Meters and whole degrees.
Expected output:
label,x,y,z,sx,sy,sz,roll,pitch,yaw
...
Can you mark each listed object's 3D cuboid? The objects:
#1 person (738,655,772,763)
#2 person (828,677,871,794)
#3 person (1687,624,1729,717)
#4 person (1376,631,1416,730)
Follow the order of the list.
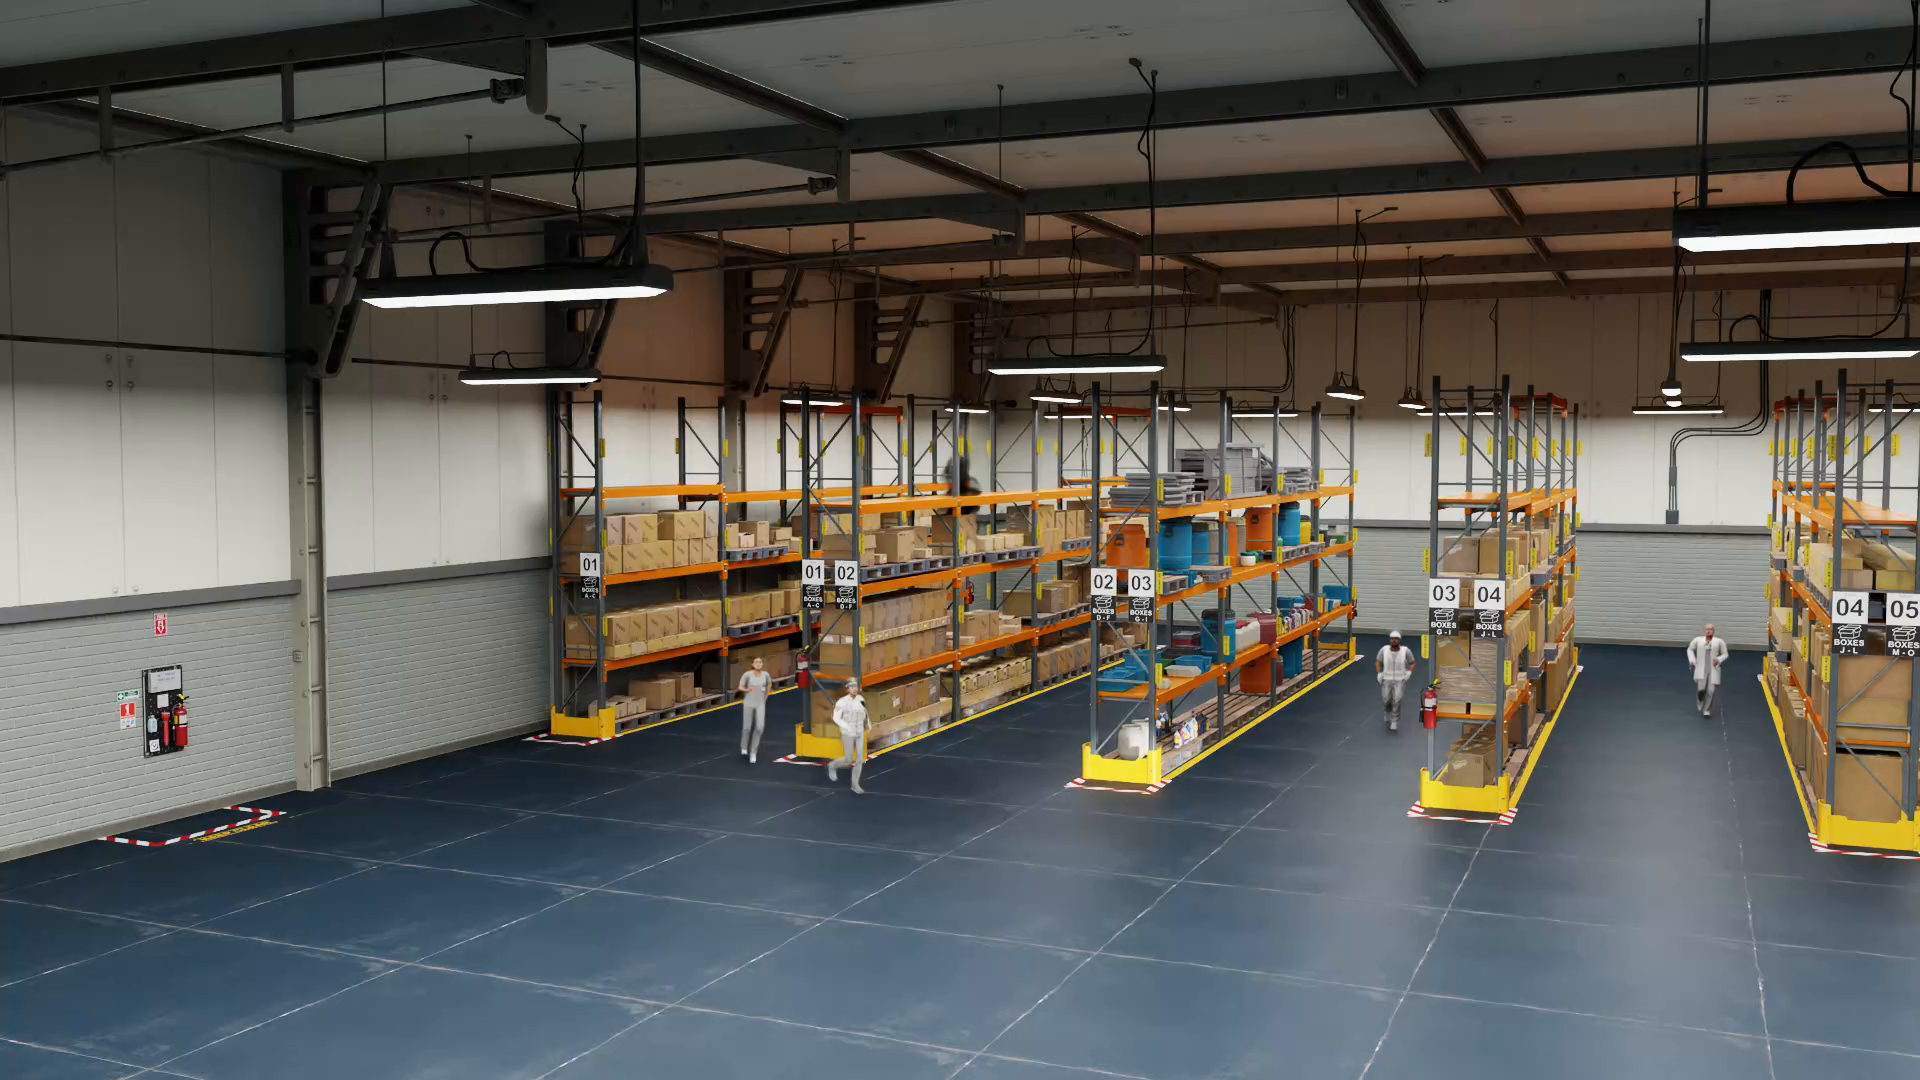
label,x,y,z,sx,sy,sz,roll,pitch,yaw
person,-3.288,2.704,26.735,0.567,1.720,0.728,-1,3,-14
person,-1.600,2.835,24.372,0.623,1.691,0.718,-2,4,-36
person,13.905,2.433,30.931,0.713,1.737,0.624,1,3,24
person,7.771,2.495,29.665,0.699,1.749,0.591,1,3,18
